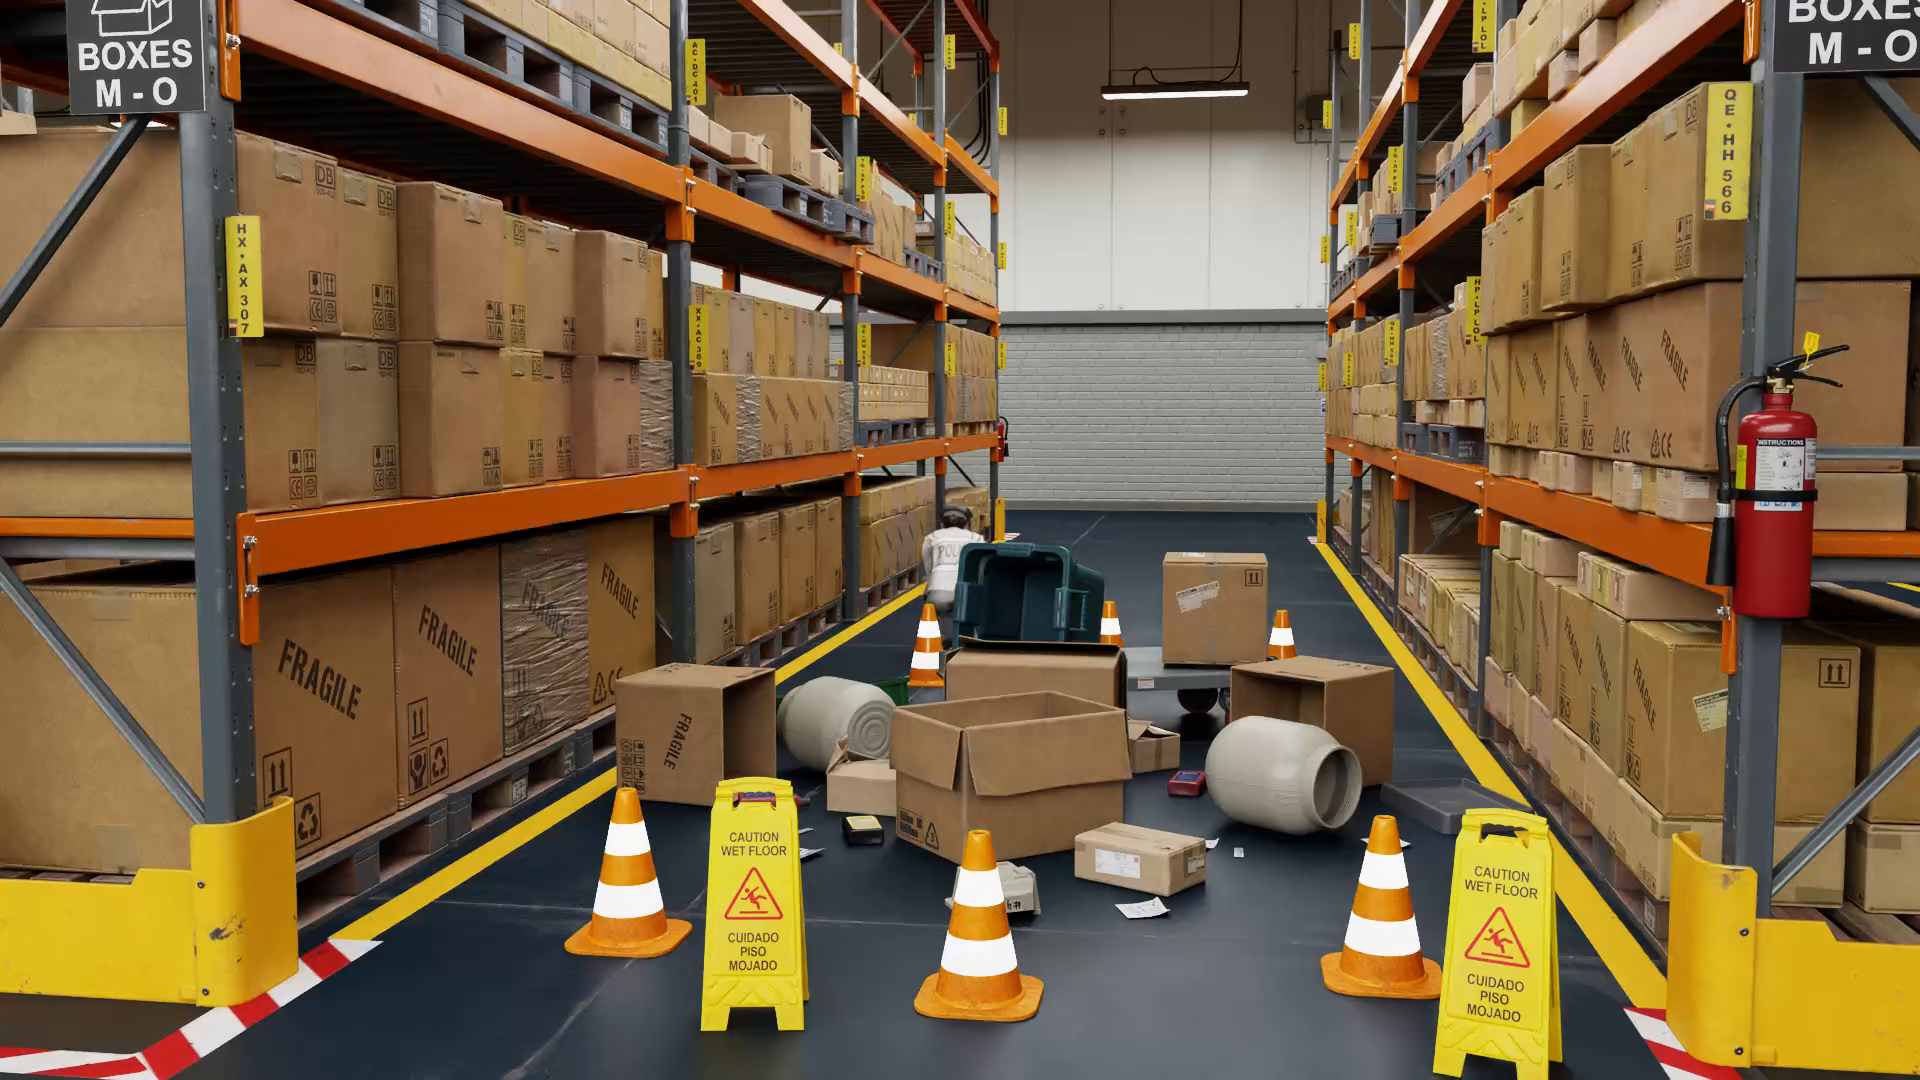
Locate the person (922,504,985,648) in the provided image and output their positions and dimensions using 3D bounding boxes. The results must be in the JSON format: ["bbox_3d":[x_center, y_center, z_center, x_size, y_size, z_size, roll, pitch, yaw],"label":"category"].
[{"bbox_3d":[-0.014,0.249,11.268,0.499,0.963,0.826,1,5,8],"label":"person"}]
